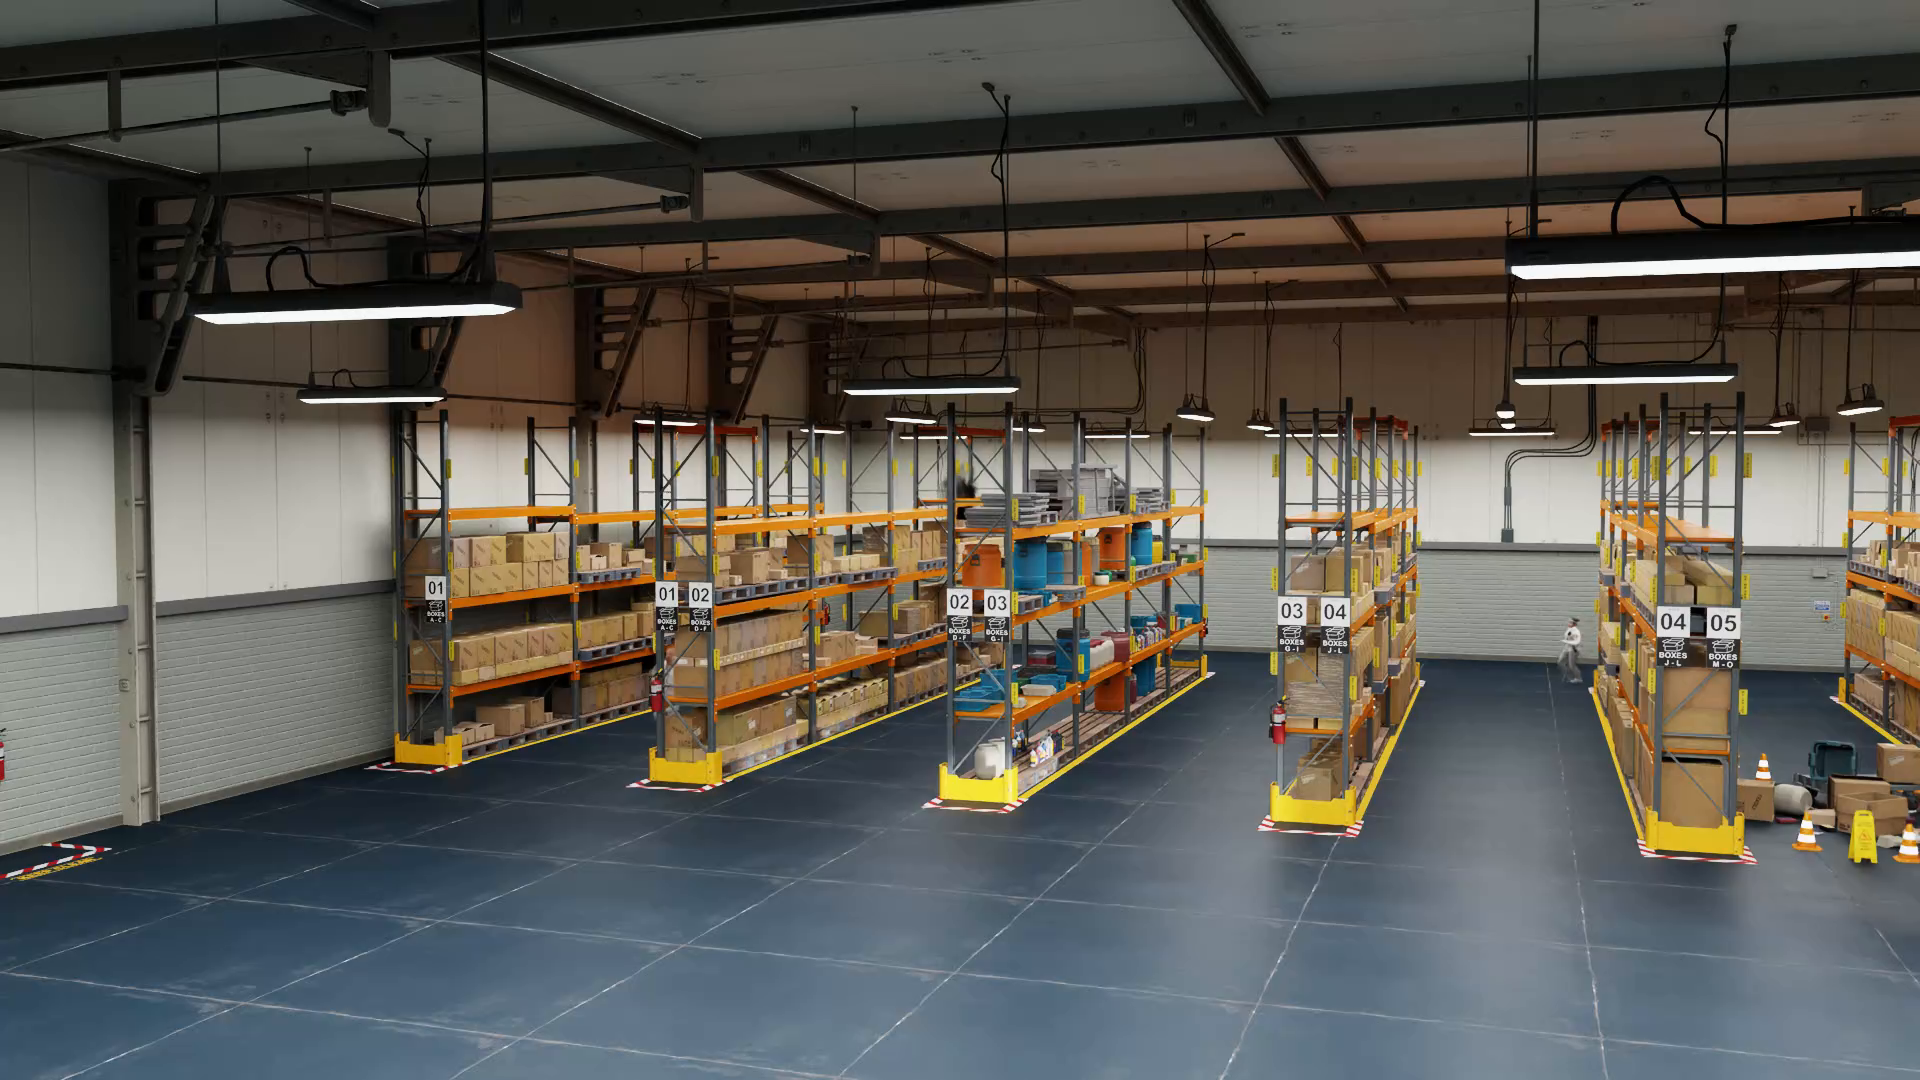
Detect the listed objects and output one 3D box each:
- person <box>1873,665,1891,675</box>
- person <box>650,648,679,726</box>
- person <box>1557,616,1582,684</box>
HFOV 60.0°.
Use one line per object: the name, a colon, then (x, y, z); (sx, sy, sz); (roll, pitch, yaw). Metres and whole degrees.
person: (20.300, 2.596, 36.631); (0.766, 1.682, 0.538); (-2, 3, -33)
person: (-5.299, 2.851, 30.066); (0.711, 1.789, 0.775); (0, 2, 5)
person: (14.171, 2.578, 38.401); (0.626, 1.672, 0.752); (0, 2, -7)
